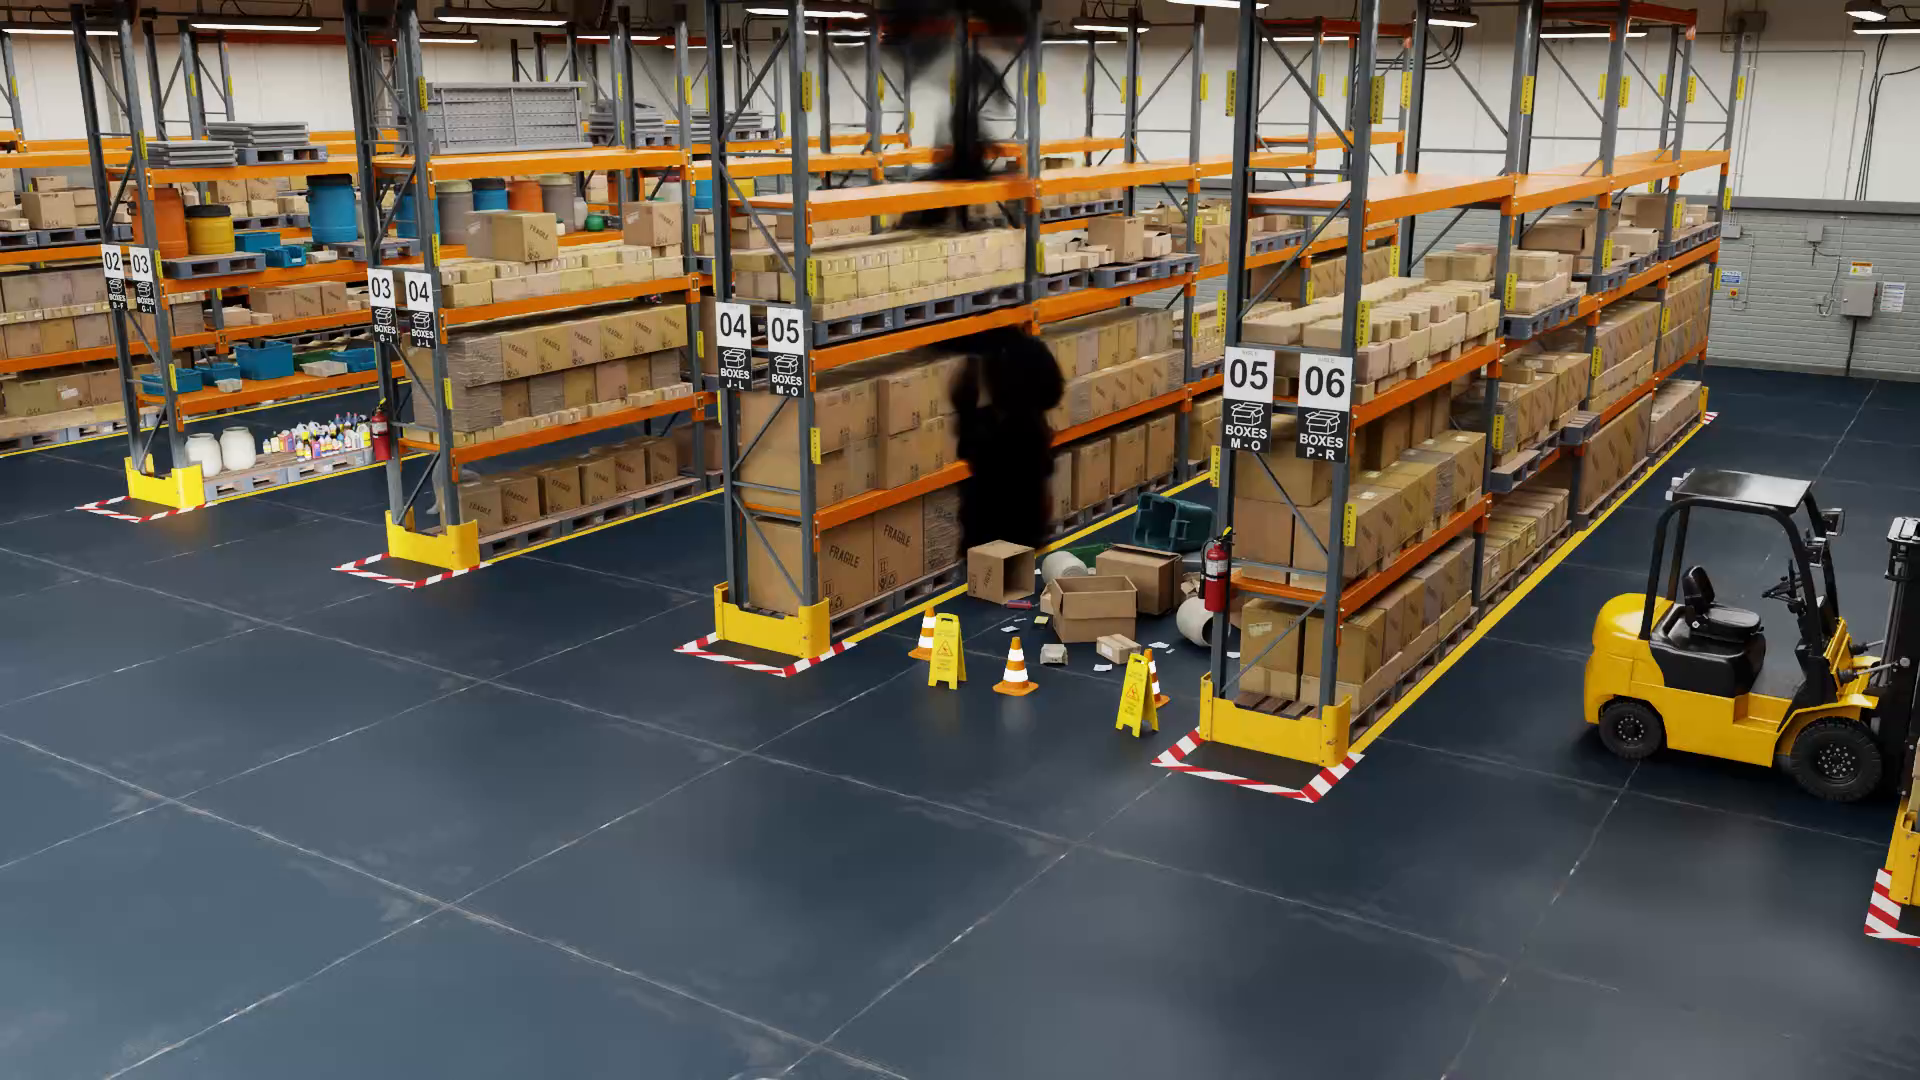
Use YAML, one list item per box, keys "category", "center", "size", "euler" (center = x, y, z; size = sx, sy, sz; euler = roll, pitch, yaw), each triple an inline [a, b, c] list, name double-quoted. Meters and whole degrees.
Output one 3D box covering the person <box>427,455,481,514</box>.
- category: "person"
  center: [-6.239, -1.202, 20.379]
  size: [0.642, 1.671, 0.877]
  euler: [10, 19, 33]
